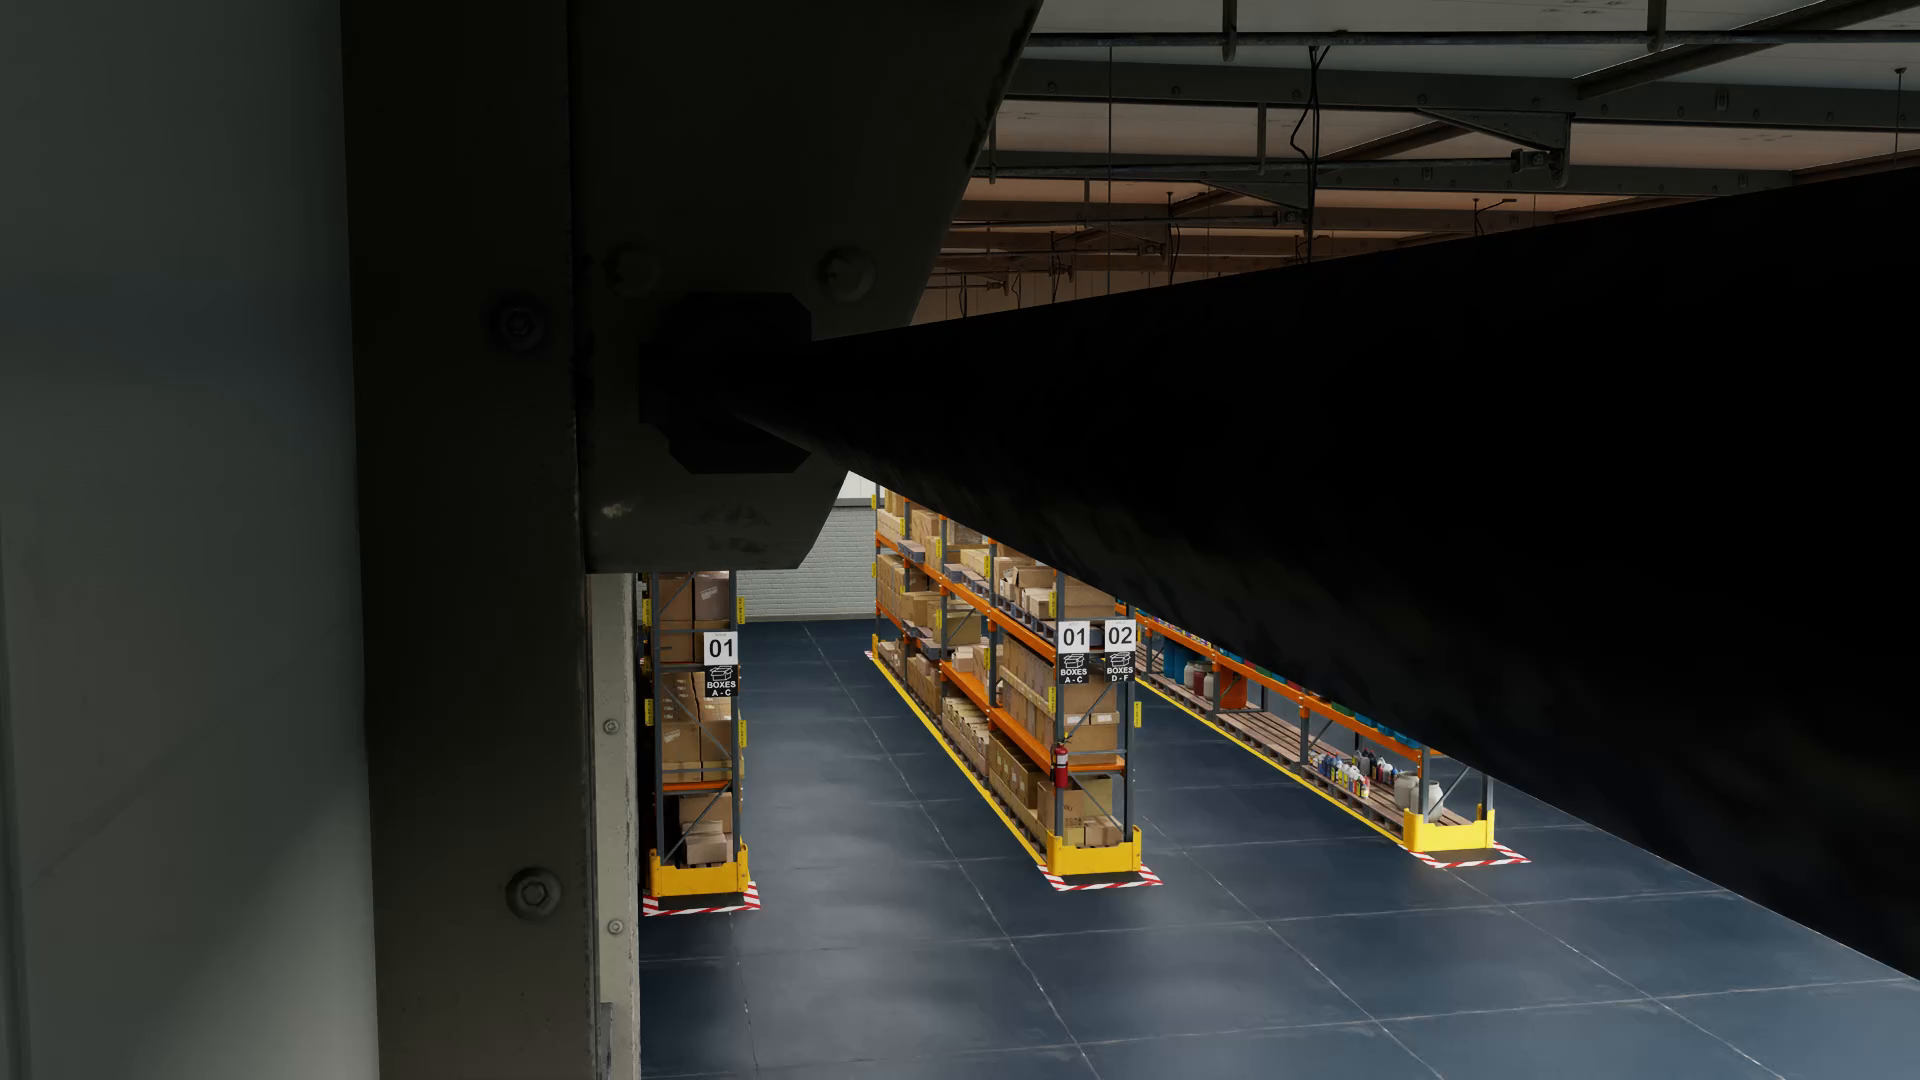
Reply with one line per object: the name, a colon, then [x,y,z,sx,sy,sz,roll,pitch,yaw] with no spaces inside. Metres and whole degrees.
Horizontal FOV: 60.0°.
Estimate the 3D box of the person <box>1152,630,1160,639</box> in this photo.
person: [4.643,1.595,38.550,0.720,1.639,0.738,3,6,25]
